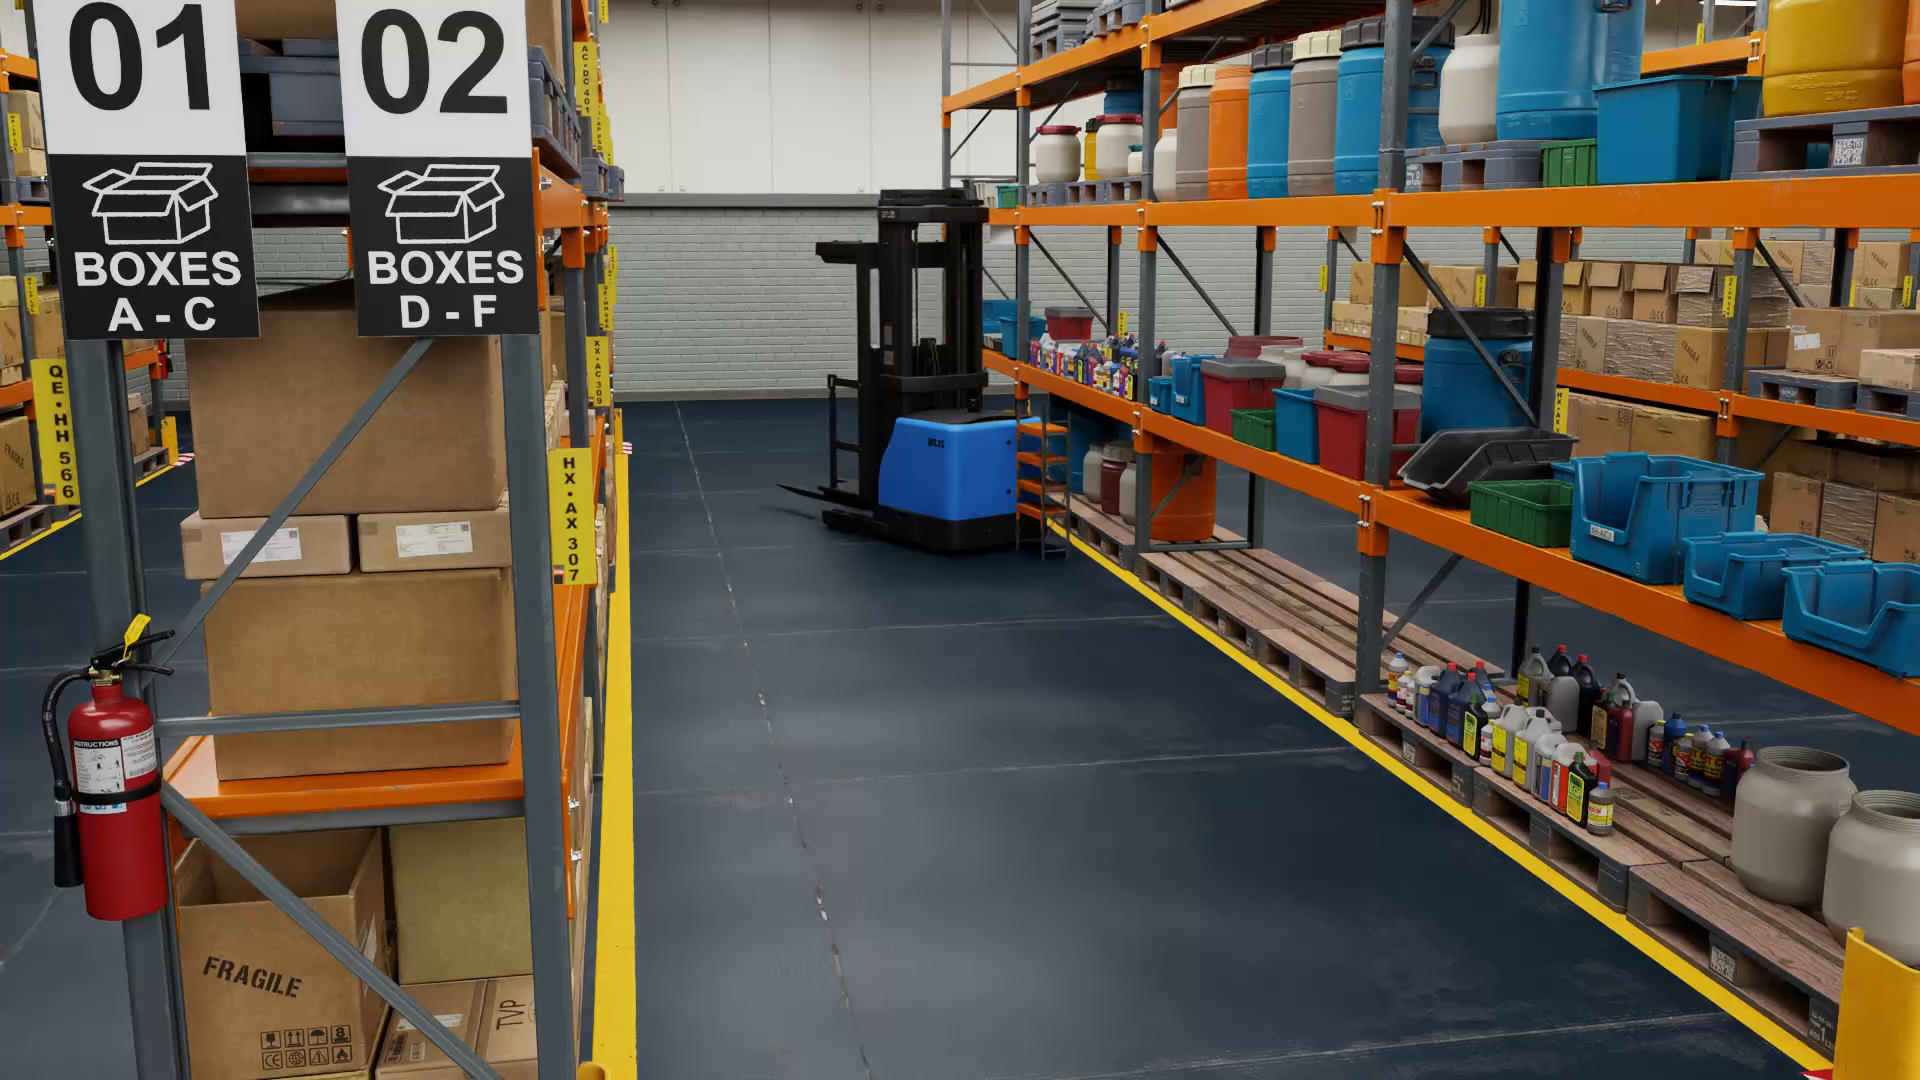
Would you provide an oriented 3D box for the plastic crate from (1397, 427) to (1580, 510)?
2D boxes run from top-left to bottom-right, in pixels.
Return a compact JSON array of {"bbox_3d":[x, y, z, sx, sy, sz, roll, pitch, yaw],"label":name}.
[{"bbox_3d":[2.596,-0.353,8.196,0.767,0.338,0.504,-2,11,-11],"label":"plastic crate"}]

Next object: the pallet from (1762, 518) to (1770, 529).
[{"bbox_3d":[6.620,-0.176,14.555,1.003,0.211,1.213,-2,11,-11],"label":"pallet"}]

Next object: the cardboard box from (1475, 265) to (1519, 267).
[{"bbox_3d":[5.991,-2.760,18.277,0.500,0.500,0.500,-2,11,-11],"label":"cardboard box"}]

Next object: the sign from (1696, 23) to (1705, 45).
[{"bbox_3d":[9.496,-6.452,21.320,0.100,0.325,0.005,-2,11,-11],"label":"sign"}]

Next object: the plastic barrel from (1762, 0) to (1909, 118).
[{"bbox_3d":[3.051,-1.728,5.602,0.600,0.588,0.600,0,11,0],"label":"plastic barrel"}]

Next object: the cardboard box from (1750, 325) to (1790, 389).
[{"bbox_3d":[6.872,-1.546,14.031,0.500,0.500,0.500,-2,11,-9],"label":"cardboard box"}]

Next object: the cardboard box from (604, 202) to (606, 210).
[{"bbox_3d":[-4.019,-3.638,17.665,0.500,0.250,0.500,-2,11,-11],"label":"cardboard box"}]

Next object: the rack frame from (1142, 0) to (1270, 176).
[{"bbox_3d":[1.841,-4.165,12.013,1.000,3.000,0.127,-2,11,-11],"label":"rack frame"}]

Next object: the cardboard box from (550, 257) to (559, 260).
[{"bbox_3d":[-4.545,-2.768,17.774,0.500,0.500,0.500,-2,11,-10],"label":"cardboard box"}]

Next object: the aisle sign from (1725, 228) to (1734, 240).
[{"bbox_3d":[10.309,-4.329,21.964,0.394,0.787,0.004,-2,11,-11],"label":"aisle sign"}]

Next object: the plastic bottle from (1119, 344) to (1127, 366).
[{"bbox_3d":[1.507,-1.660,15.242,0.097,0.271,0.097,0,11,0],"label":"plastic bottle"}]

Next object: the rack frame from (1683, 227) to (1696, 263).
[{"bbox_3d":[10.028,-3.027,22.079,1.000,3.000,0.127,-2,11,-11],"label":"rack frame"}]

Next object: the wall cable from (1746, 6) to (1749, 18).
[{"bbox_3d":[11.964,-10.096,27.129,2.355,3.000,0.029,-2,11,-11],"label":"wall cable"}]

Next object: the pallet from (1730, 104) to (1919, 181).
[{"bbox_3d":[3.332,-1.287,5.418,1.003,0.211,1.213,-2,11,-11],"label":"pallet"}]

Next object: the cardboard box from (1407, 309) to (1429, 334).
[{"bbox_3d":[5.376,-2.464,18.726,0.500,0.250,0.500,-2,11,-10],"label":"cardboard box"}]

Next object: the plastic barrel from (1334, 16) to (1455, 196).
[{"bbox_3d":[2.307,-2.290,8.841,0.600,0.901,0.708,-2,11,-11],"label":"plastic barrel"}]

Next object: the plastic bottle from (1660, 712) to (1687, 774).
[{"bbox_3d":[3.225,0.911,7.507,0.097,0.271,0.097,0,11,0],"label":"plastic bottle"}]

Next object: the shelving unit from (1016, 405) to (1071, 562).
[{"bbox_3d":[0.670,-0.465,13.433,0.258,1.200,0.503,-4,12,-22],"label":"shelving unit"}]

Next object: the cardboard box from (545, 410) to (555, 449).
[{"bbox_3d":[-1.732,-0.398,6.262,0.380,0.149,0.250,-2,11,-9],"label":"cardboard box"}]

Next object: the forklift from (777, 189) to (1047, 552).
[{"bbox_3d":[-0.561,-1.565,14.579,1.130,2.935,3.031,-8,13,-37],"label":"forklift"}]

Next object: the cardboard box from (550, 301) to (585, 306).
[{"bbox_3d":[-3.392,-1.706,13.746,0.700,0.500,0.500,-5,12,-25],"label":"cardboard box"}]

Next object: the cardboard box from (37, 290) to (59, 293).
[{"bbox_3d":[-9.032,-2.106,16.437,0.980,0.700,0.700,-3,11,-14],"label":"cardboard box"}]

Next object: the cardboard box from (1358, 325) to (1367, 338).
[{"bbox_3d":[5.042,-2.523,20.103,0.380,0.149,0.250,-2,11,-12],"label":"cardboard box"}]

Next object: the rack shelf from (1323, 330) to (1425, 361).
[{"bbox_3d":[5.533,-2.145,19.369,1.077,0.370,4.000,-2,11,-11],"label":"rack shelf"}]

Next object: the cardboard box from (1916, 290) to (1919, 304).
[{"bbox_3d":[10.432,-2.580,17.686,0.380,0.149,0.250,-2,11,-8],"label":"cardboard box"}]

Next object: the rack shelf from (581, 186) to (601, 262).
[{"bbox_3d":[-2.629,-1.792,9.490,1.077,0.370,4.000,-2,11,-11],"label":"rack shelf"}]

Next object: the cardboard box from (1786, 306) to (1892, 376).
[{"bbox_3d":[6.844,-1.556,12.959,0.500,0.500,0.500,-4,11,-18],"label":"cardboard box"}]

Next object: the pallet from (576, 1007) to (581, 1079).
[{"bbox_3d":[-1.652,1.660,4.912,1.003,0.211,1.213,-2,11,-11],"label":"pallet"}]

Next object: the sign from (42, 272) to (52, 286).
[{"bbox_3d":[-9.978,-2.770,18.201,0.100,0.325,0.005,-2,11,-11],"label":"sign"}]

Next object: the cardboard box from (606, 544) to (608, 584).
[{"bbox_3d":[-2.677,0.193,11.388,0.500,0.250,0.500,-2,11,-10],"label":"cardboard box"}]

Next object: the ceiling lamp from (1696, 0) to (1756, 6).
[{"bbox_3d":[11.964,-9.445,24.139,2.000,3.185,0.800,-2,11,-11],"label":"ceiling lamp"}]

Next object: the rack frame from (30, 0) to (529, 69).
[{"bbox_3d":[-1.462,-2.518,3.361,1.000,3.000,0.127,-2,11,-11],"label":"rack frame"}]

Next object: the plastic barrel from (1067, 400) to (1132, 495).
[{"bbox_3d":[1.290,-0.897,15.375,0.600,0.901,0.708,-2,11,-11],"label":"plastic barrel"}]

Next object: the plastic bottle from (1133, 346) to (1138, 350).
[{"bbox_3d":[1.652,-1.646,15.154,0.152,0.276,0.135,-2,11,-11],"label":"plastic bottle"}]

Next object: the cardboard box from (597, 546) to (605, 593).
[{"bbox_3d":[-2.377,0.197,9.869,0.500,0.311,0.500,-2,11,-9],"label":"cardboard box"}]

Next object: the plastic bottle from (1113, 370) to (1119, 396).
[{"bbox_3d":[1.276,-1.261,13.331,0.097,0.201,0.097,0,11,0],"label":"plastic bottle"}]

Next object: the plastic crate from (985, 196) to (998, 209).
[{"bbox_3d":[0.442,-3.515,17.325,0.293,0.136,0.466,-2,11,-11],"label":"plastic crate"}]

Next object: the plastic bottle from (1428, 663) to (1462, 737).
[{"bbox_3d":[2.369,0.764,8.069,0.144,0.351,0.185,-2,11,-9],"label":"plastic bottle"}]

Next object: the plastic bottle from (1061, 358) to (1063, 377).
[{"bbox_3d":[0.955,-1.563,14.919,0.097,0.201,0.097,0,11,0],"label":"plastic bottle"}]

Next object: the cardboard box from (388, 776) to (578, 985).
[{"bbox_3d":[-1.448,1.007,5.110,0.500,0.500,0.500,-2,11,-11],"label":"cardboard box"}]

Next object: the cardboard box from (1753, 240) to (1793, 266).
[{"bbox_3d":[10.039,-3.433,20.475,0.500,0.500,0.500,-2,11,-12],"label":"cardboard box"}]

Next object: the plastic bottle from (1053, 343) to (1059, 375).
[{"bbox_3d":[0.889,-1.649,15.148,0.061,0.283,0.133,-2,11,-11],"label":"plastic bottle"}]

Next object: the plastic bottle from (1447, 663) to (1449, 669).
[{"bbox_3d":[2.445,0.763,8.256,0.061,0.283,0.133,-2,11,-11],"label":"plastic bottle"}]

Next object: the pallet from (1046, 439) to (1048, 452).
[{"bbox_3d":[0.641,-0.939,18.568,1.003,0.211,1.213,-2,11,-11],"label":"pallet"}]

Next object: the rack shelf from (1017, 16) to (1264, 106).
[{"bbox_3d":[1.452,-3.982,14.045,1.077,0.370,4.000,-2,11,-11],"label":"rack shelf"}]

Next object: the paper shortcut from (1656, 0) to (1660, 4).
[{"bbox_3d":[5.928,-4.637,14.118,0.009,0.170,0.078,9,-22,-13],"label":"paper shortcut"}]

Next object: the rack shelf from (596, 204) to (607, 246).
[{"bbox_3d":[-3.407,-2.526,13.345,1.077,0.370,4.000,-2,11,-11],"label":"rack shelf"}]

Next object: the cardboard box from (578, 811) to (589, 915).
[{"bbox_3d":[-1.639,1.191,6.145,0.500,0.250,0.500,-2,11,-11],"label":"cardboard box"}]

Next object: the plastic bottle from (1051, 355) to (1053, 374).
[{"bbox_3d":[0.884,-1.630,15.271,0.097,0.201,0.097,0,11,0],"label":"plastic bottle"}]

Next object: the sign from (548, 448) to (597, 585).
[{"bbox_3d":[-0.917,-0.055,3.934,0.100,0.325,0.005,-2,11,-11],"label":"sign"}]

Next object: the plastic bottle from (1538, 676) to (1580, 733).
[{"bbox_3d":[2.924,0.790,8.130,0.152,0.276,0.135,-2,11,-11],"label":"plastic bottle"}]

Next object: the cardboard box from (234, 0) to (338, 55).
[{"bbox_3d":[-1.570,-1.476,4.134,0.797,0.503,0.637,-1,11,-7],"label":"cardboard box"}]

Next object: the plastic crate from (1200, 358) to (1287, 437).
[{"bbox_3d":[1.855,-0.942,10.952,0.402,0.464,0.583,-2,11,-11],"label":"plastic crate"}]

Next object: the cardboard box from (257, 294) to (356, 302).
[{"bbox_3d":[-1.659,-0.450,4.800,0.700,0.500,0.500,-2,11,-12],"label":"cardboard box"}]
